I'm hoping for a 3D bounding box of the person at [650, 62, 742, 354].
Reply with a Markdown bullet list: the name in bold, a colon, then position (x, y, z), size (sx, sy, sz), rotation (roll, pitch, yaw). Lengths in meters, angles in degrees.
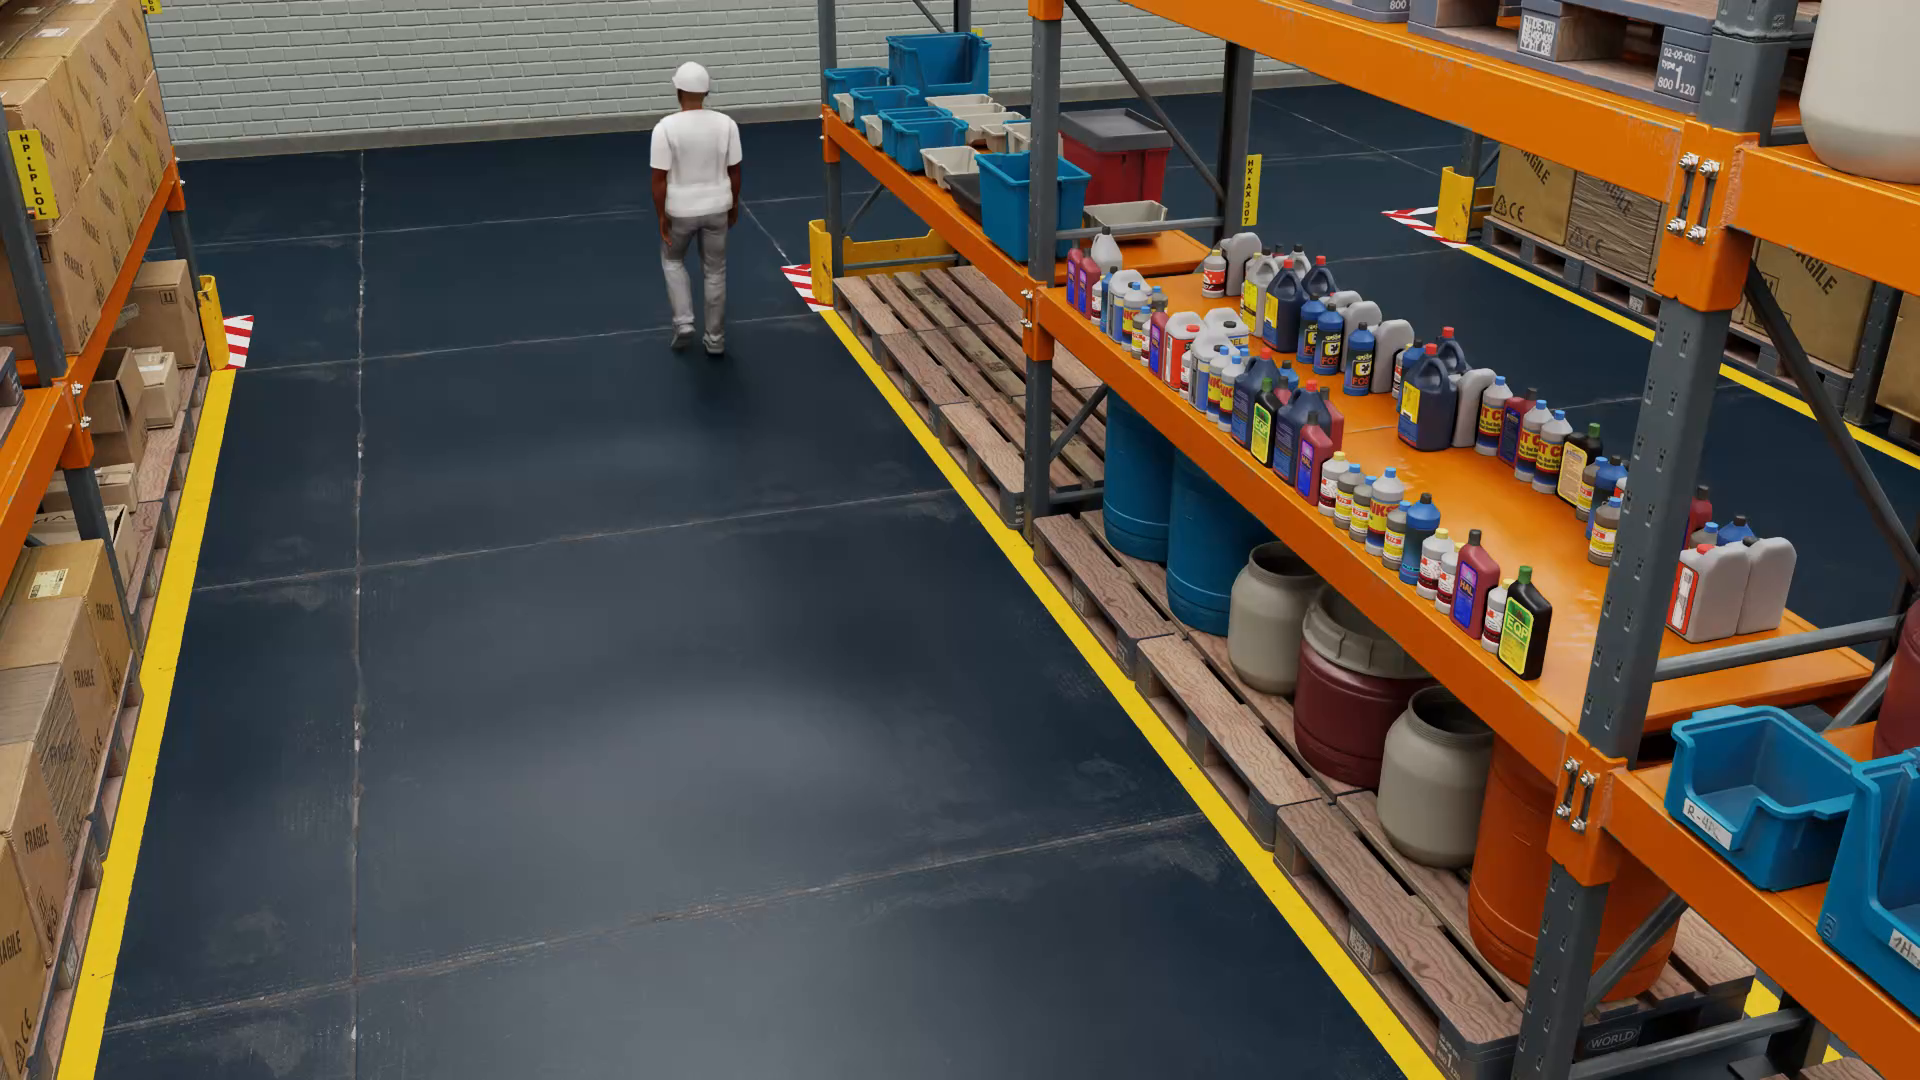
- **person**: position (-1.602, -2.007, 10.158), size (0.566, 1.801, 0.471), rotation (-8, 27, -15)
